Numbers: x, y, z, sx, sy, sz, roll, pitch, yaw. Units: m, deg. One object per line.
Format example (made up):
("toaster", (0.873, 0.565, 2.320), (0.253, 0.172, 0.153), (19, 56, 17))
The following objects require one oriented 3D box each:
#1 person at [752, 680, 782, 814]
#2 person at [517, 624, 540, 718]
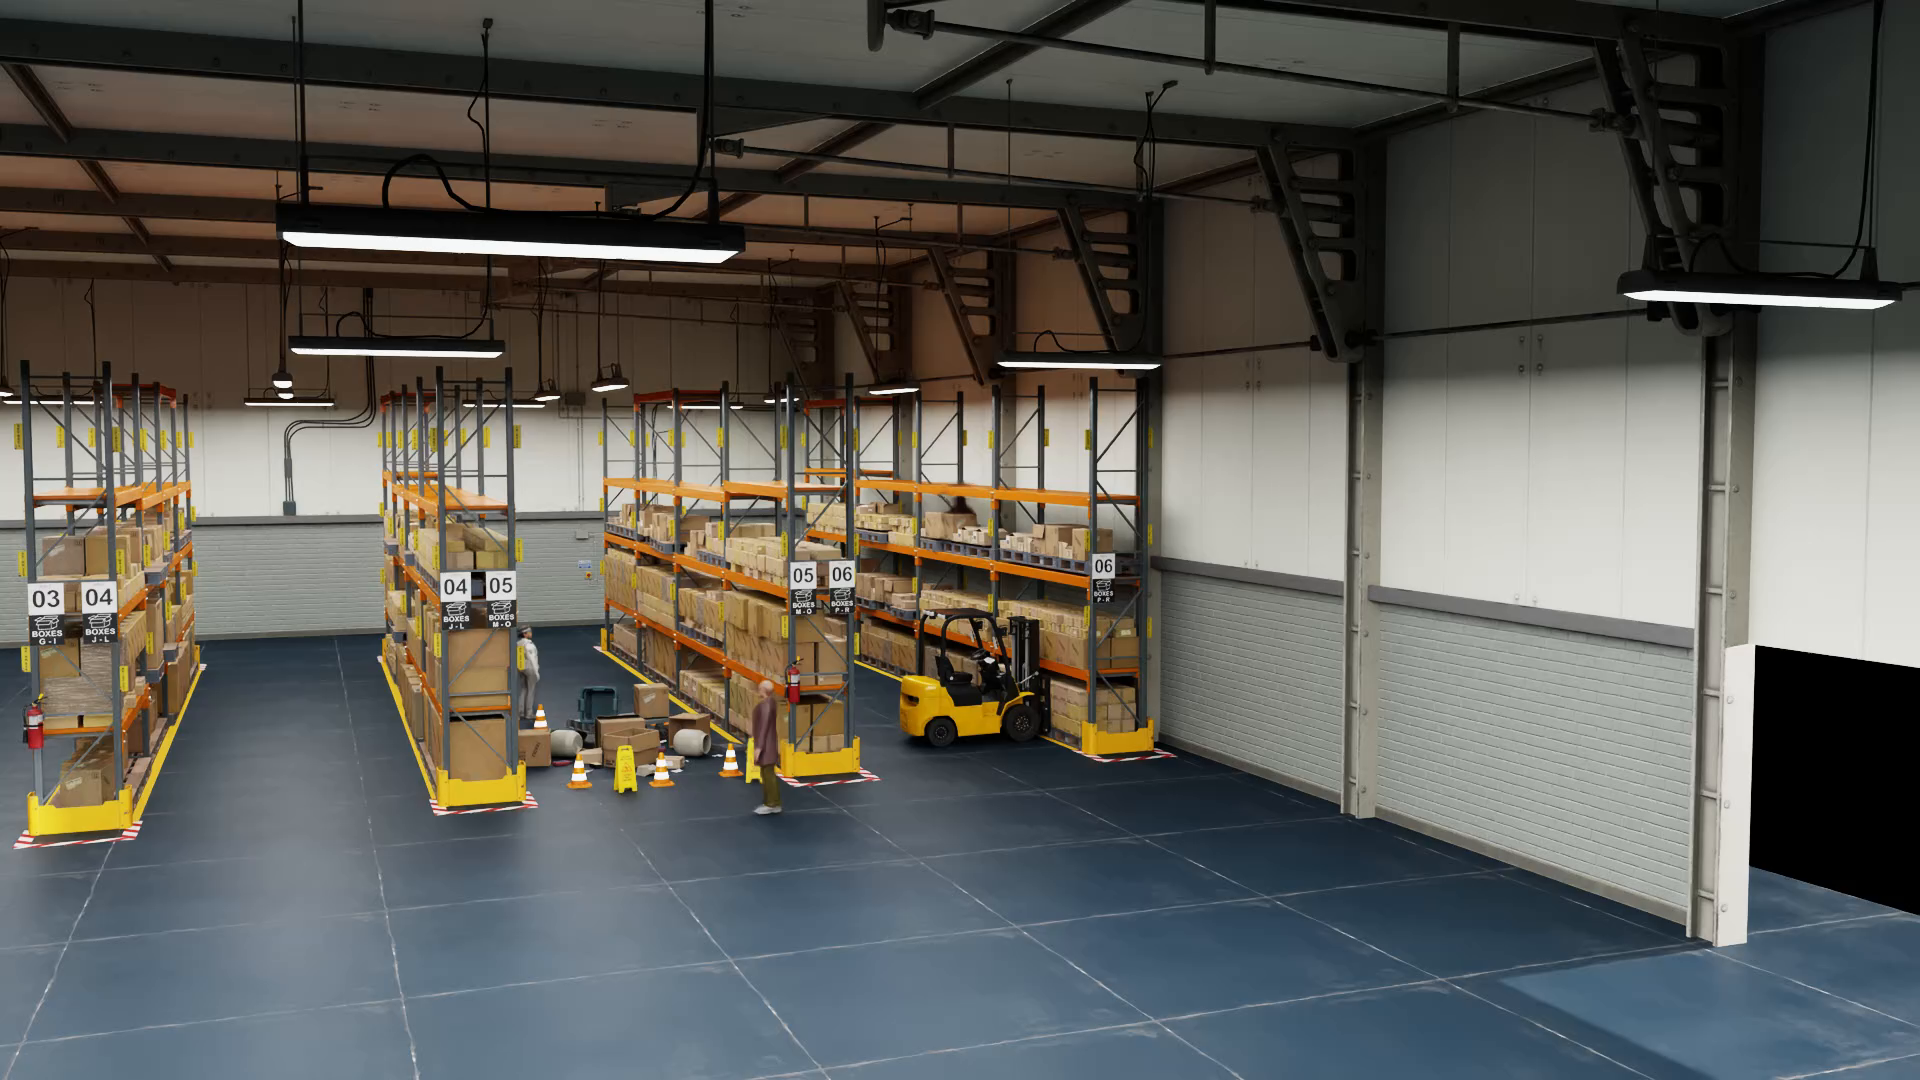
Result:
("person", (-2.588, 2.779, 22.277), (0.390, 1.810, 0.652), (0, 3, -2))
("person", (-7.759, 2.372, 29.898), (0.511, 1.728, 0.374), (2, 4, 31))
